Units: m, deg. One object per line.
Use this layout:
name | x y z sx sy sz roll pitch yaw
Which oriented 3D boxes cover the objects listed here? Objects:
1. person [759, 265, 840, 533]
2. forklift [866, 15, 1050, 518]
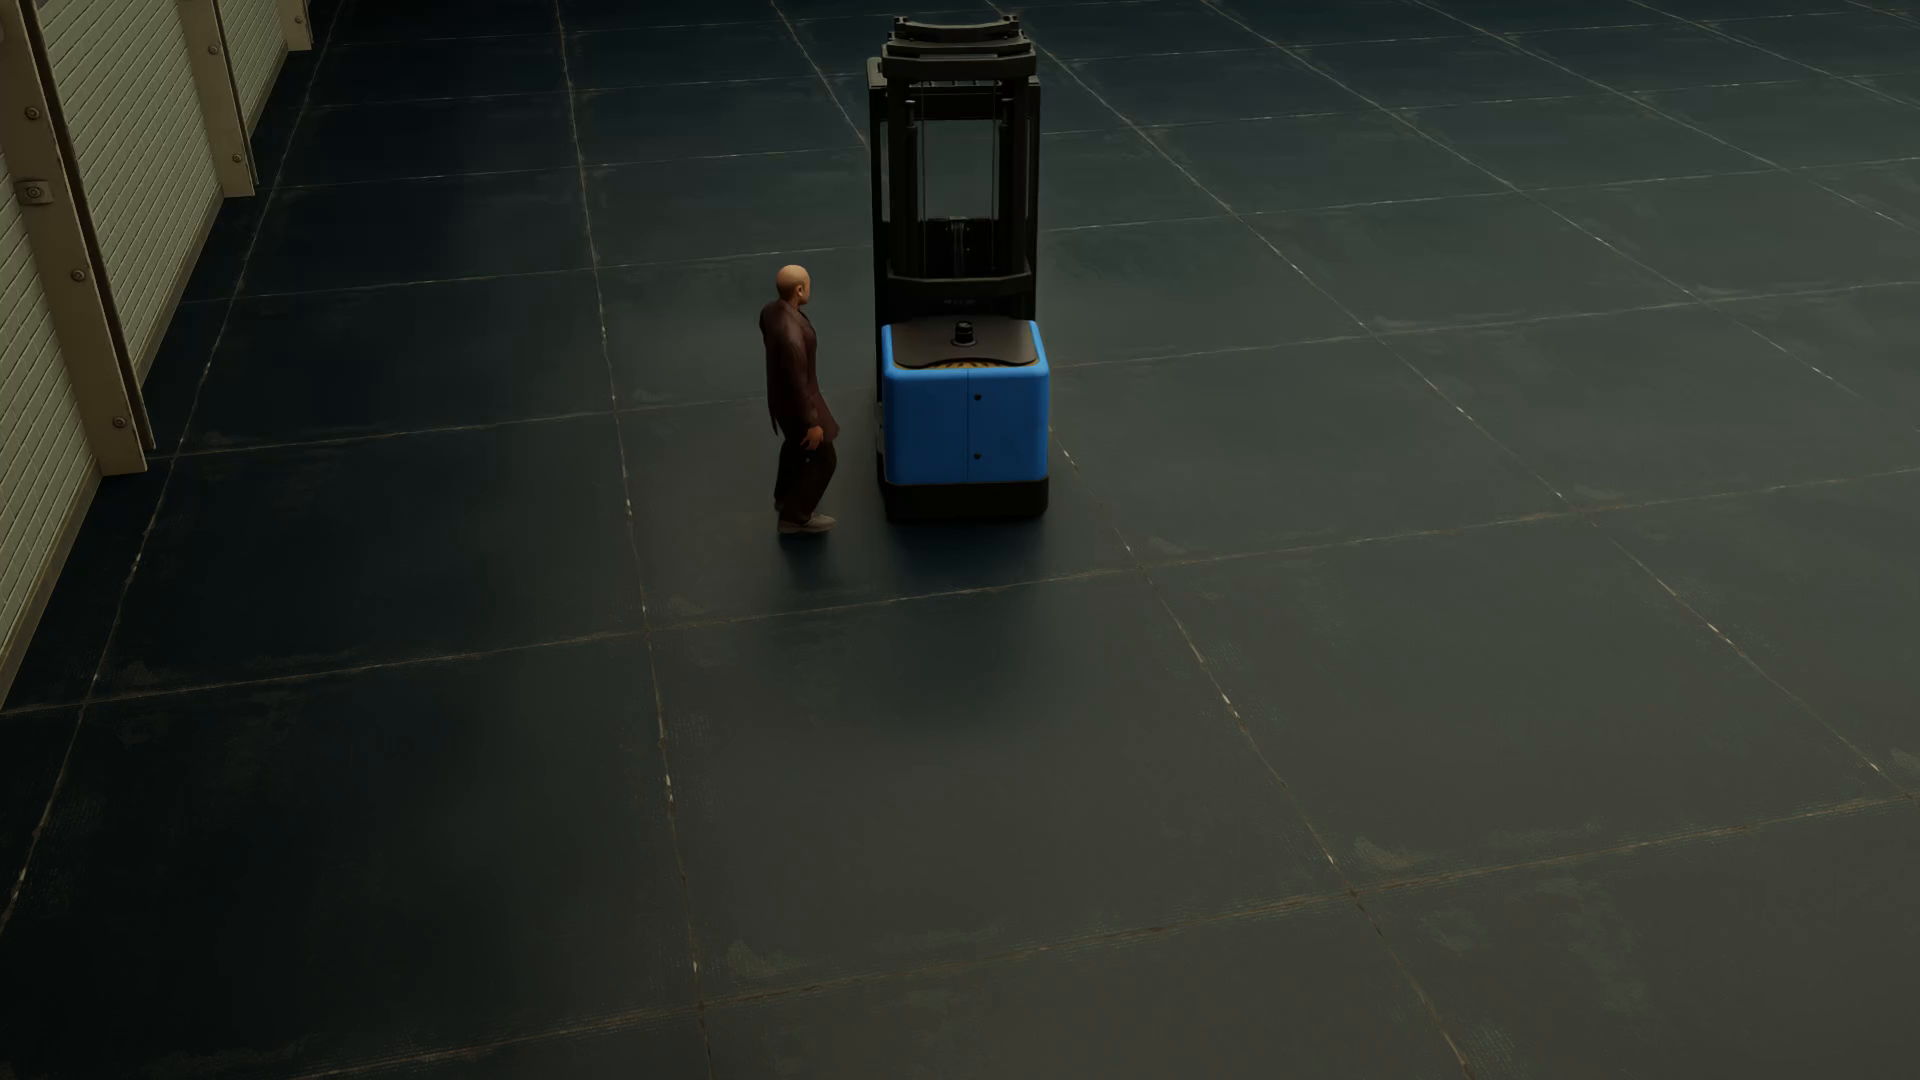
person | -0.978 -0.862 10.239 0.453 1.753 0.817 -12 32 -19
forklift | -0.050 -2.114 11.226 1.130 2.935 3.031 -2 30 -3
